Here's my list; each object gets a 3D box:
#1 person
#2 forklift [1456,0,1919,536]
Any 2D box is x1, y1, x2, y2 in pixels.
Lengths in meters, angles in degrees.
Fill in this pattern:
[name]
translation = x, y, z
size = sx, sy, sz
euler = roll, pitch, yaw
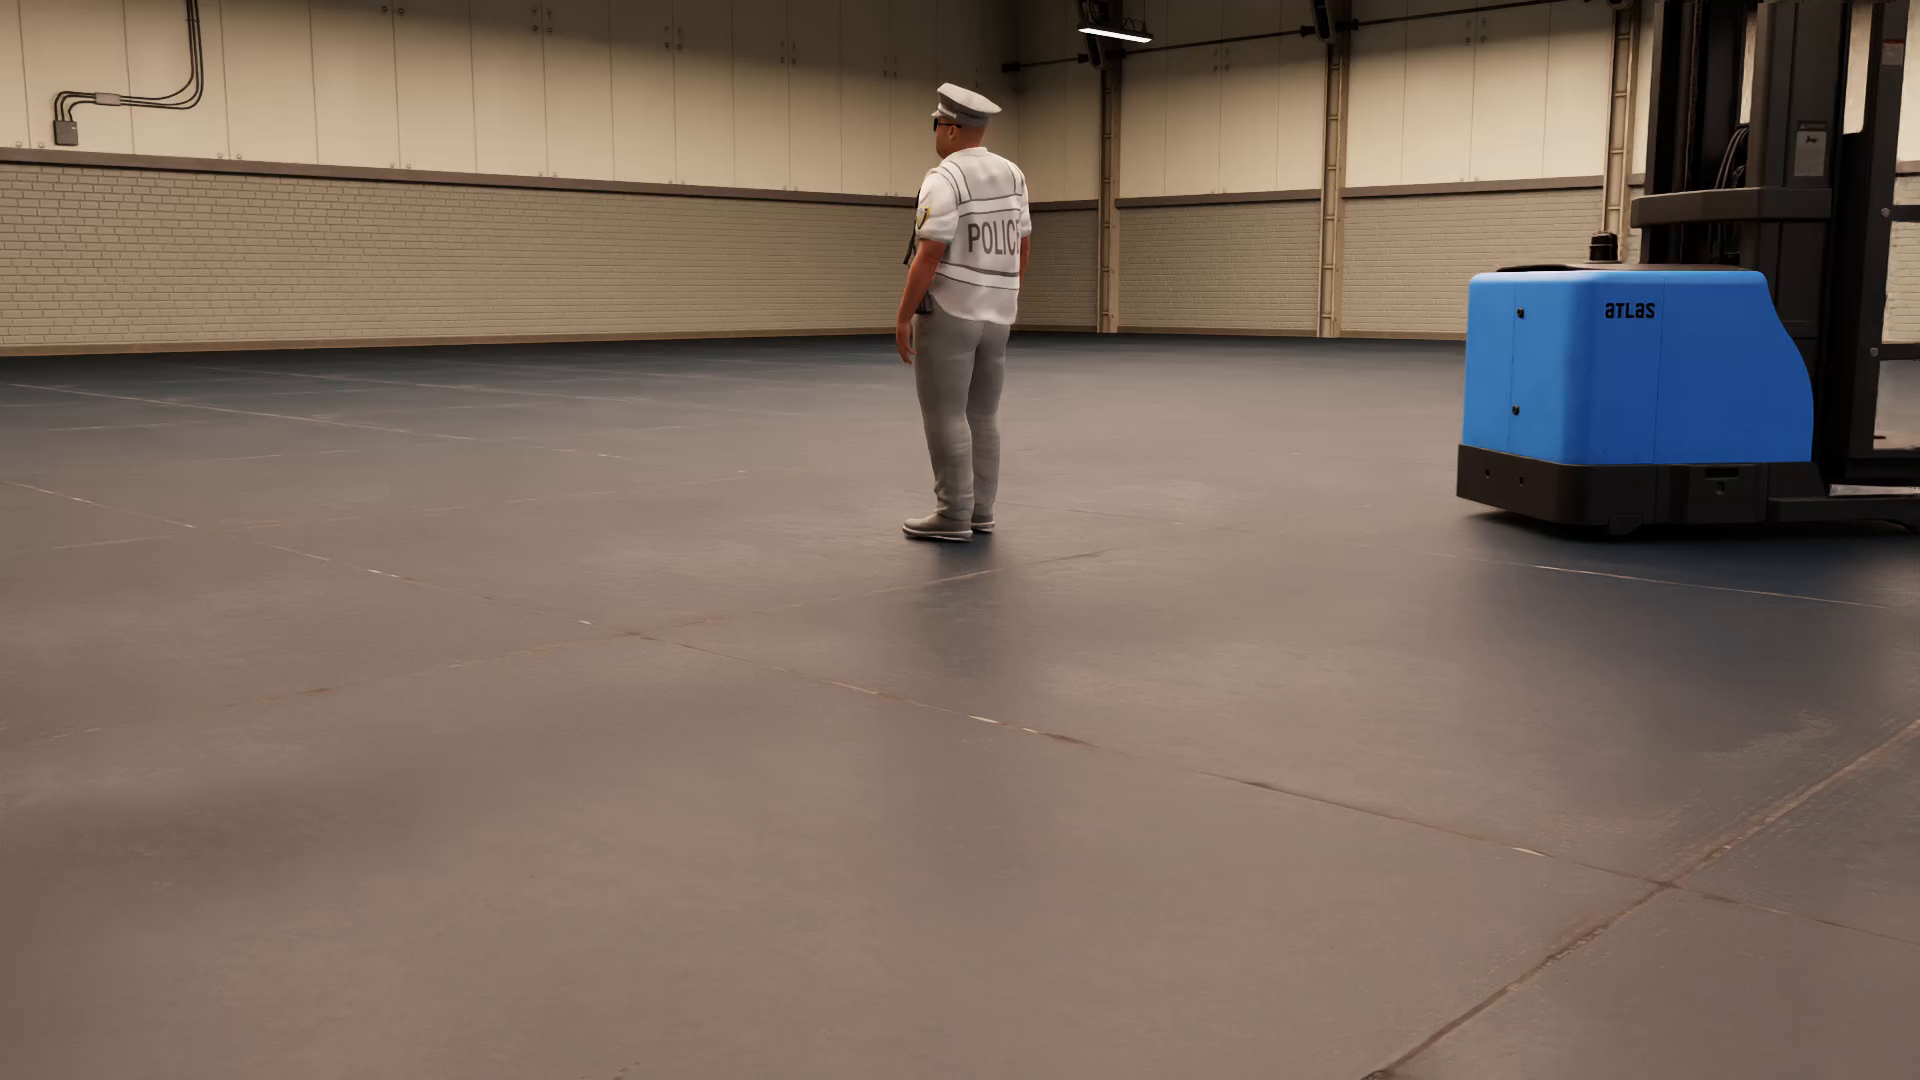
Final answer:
[person]
translation = -0.047, -0.897, 6.645
size = 0.575, 1.781, 0.640
euler = 8, 12, 43
[forklift]
translation = 3.815, -1.545, 7.135
size = 3.031, 2.935, 1.130
euler = -1, 9, -9
